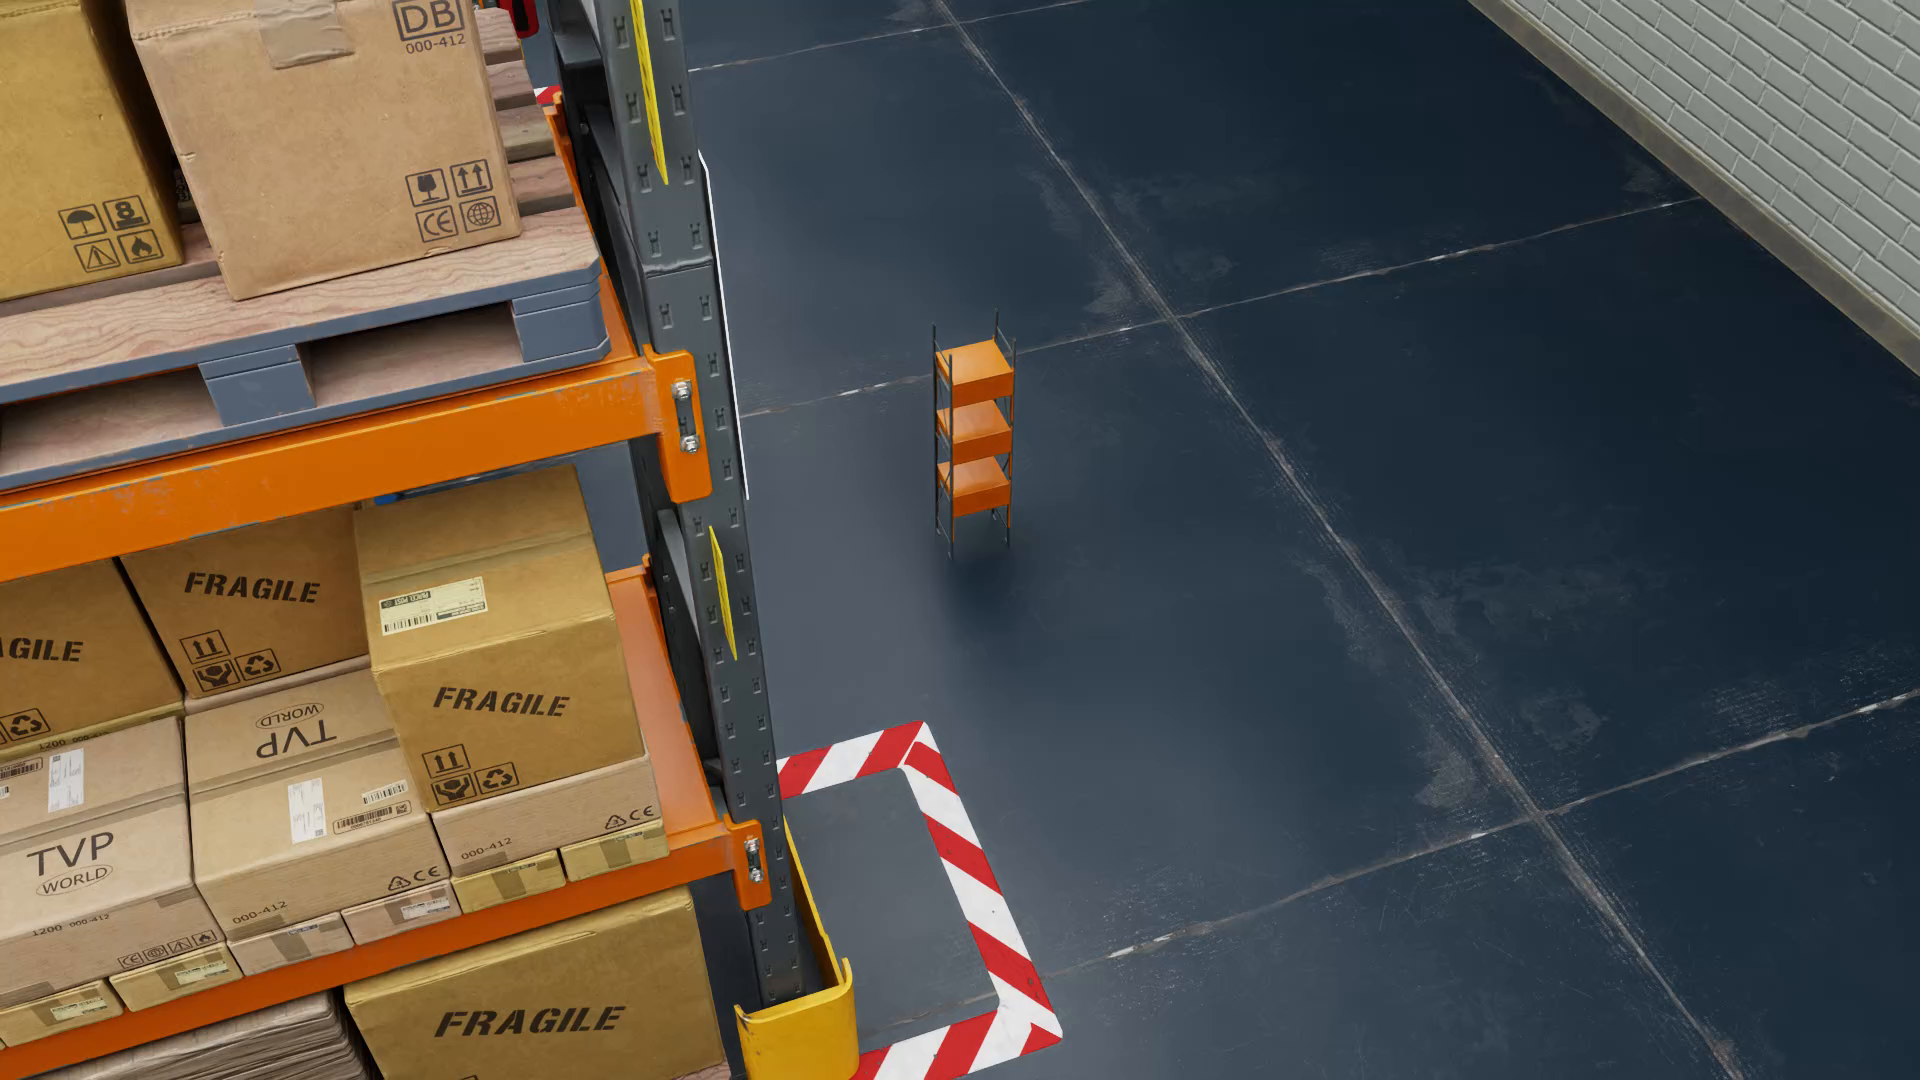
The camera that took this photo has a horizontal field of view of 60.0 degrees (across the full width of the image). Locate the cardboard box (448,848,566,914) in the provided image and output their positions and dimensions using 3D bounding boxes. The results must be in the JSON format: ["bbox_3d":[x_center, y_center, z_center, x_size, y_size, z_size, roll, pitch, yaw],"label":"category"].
[{"bbox_3d":[-1.142,0.700,4.112,0.250,0.149,0.380,-14,47,-13],"label":"cardboard box"}]

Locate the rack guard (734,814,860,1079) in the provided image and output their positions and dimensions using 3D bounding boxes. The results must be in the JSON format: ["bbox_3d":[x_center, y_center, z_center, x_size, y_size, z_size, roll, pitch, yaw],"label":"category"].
[{"bbox_3d":[-0.652,1.119,5.282,0.348,0.500,1.175,-14,47,-14],"label":"rack guard"}]

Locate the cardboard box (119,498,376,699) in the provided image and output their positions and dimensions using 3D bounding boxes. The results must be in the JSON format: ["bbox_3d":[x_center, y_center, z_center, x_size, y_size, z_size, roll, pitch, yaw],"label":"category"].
[{"bbox_3d":[-1.688,-0.019,4.017,0.500,0.500,0.500,-15,47,-15],"label":"cardboard box"}]

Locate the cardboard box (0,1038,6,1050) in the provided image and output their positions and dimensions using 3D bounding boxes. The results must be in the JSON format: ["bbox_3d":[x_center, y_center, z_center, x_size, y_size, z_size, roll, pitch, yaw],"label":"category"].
[{"bbox_3d":[-2.335,1.003,3.810,0.250,0.149,0.380,-13,47,-13],"label":"cardboard box"}]

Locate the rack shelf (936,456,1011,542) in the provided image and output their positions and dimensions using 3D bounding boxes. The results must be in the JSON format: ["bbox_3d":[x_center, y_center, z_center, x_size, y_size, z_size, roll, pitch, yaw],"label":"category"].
[{"bbox_3d":[0.050,-0.180,6.595,0.240,0.259,0.215,-14,47,-14],"label":"rack shelf"}]

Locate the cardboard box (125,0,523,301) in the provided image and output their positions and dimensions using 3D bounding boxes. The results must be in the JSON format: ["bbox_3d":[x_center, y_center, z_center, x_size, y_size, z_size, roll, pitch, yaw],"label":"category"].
[{"bbox_3d":[-1.145,-0.875,2.949,0.500,0.500,0.700,-17,48,-16],"label":"cardboard box"}]

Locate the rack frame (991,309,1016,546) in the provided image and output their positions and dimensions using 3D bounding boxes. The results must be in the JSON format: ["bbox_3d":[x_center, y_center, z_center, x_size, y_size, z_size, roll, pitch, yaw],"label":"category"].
[{"bbox_3d":[0.165,-0.413,6.420,0.008,1.050,0.200,-14,47,-14],"label":"rack frame"}]

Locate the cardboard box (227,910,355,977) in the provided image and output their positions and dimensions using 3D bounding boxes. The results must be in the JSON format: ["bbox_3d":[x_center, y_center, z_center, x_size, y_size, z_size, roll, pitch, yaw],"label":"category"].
[{"bbox_3d":[-1.614,0.819,3.993,0.250,0.149,0.380,-14,47,-13],"label":"cardboard box"}]

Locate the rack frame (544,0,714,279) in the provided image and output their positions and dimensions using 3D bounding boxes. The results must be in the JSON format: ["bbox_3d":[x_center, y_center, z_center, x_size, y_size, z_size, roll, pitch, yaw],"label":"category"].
[{"bbox_3d":[-0.674,-1.875,2.266,0.127,3.000,1.000,-14,47,-14],"label":"rack frame"}]

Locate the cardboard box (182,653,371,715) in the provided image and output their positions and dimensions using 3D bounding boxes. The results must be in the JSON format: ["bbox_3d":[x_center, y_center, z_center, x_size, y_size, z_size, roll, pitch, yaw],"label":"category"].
[{"bbox_3d":[-1.704,0.255,4.274,0.500,0.250,0.500,-15,47,-14],"label":"cardboard box"}]

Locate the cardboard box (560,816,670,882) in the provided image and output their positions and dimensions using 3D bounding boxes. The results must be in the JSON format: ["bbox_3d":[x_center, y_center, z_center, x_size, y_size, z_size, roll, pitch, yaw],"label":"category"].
[{"bbox_3d":[-0.898,0.636,4.176,0.250,0.149,0.380,-14,47,-13],"label":"cardboard box"}]

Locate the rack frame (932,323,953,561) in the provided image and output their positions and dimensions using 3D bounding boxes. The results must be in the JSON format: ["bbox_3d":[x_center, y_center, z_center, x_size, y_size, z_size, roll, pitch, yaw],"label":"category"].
[{"bbox_3d":[-0.064,-0.354,6.362,0.008,1.050,0.200,-14,47,-14],"label":"rack frame"}]

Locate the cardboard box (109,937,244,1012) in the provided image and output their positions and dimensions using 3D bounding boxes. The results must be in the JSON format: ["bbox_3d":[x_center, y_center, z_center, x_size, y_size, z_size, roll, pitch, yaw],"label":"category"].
[{"bbox_3d":[-1.858,0.883,3.930,0.250,0.149,0.380,-15,47,-15],"label":"cardboard box"}]

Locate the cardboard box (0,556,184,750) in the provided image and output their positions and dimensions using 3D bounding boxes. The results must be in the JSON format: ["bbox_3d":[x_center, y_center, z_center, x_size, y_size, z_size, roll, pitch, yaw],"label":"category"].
[{"bbox_3d":[-2.173,0.110,3.889,0.500,0.500,0.500,-16,47,-15],"label":"cardboard box"}]

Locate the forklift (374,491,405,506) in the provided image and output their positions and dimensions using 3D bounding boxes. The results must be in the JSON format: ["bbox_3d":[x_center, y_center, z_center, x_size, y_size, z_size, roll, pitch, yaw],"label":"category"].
[{"bbox_3d":[-3.656,-0.705,5.384,3.031,2.935,1.130,-16,47,-15],"label":"forklift"}]

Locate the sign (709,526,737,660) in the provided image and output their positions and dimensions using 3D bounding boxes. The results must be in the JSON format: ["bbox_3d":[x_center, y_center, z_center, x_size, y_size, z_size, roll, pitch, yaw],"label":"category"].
[{"bbox_3d":[-0.503,0.115,3.533,0.005,0.325,0.100,-14,47,-14],"label":"sign"}]

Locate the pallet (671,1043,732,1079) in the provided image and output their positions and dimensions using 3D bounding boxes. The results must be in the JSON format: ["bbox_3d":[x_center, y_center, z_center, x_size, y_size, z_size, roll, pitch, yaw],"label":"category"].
[{"bbox_3d":[-1.400,1.471,5.135,1.213,0.211,1.003,-14,47,-14],"label":"pallet"}]

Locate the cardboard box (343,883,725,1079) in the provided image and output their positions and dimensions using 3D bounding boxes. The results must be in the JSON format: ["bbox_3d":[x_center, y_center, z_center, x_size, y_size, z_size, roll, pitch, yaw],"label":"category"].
[{"bbox_3d":[-1.249,1.051,4.788,0.875,0.875,0.875,-14,47,-14],"label":"cardboard box"}]

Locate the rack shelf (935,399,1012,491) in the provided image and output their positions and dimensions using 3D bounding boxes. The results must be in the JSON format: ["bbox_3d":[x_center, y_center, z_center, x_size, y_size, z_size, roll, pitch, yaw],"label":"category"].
[{"bbox_3d":[0.050,-0.376,6.398,0.240,0.259,0.215,-14,47,-14],"label":"rack shelf"}]

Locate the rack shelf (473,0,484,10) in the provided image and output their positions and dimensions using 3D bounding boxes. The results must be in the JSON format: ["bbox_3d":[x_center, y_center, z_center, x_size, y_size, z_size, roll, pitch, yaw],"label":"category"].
[{"bbox_3d":[-4.237,-2.322,7.455,4.000,0.370,1.077,-14,47,-14],"label":"rack shelf"}]

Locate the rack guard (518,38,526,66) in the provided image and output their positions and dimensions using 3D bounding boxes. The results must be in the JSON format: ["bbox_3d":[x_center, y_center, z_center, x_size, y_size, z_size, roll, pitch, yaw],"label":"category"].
[{"bbox_3d":[-2.338,-2.189,8.579,0.348,0.500,1.175,-14,47,-14],"label":"rack guard"}]

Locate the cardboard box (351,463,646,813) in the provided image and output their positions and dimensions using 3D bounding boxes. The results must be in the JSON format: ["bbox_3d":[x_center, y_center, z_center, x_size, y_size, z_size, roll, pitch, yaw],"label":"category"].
[{"bbox_3d":[-1.043,0.218,3.782,0.500,0.500,0.500,-14,47,-13],"label":"cardboard box"}]

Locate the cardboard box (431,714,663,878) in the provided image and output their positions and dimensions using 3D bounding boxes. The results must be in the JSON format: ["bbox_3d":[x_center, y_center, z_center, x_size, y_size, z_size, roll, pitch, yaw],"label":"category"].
[{"bbox_3d":[-1.040,0.484,4.046,0.500,0.250,0.500,-15,47,-14],"label":"cardboard box"}]

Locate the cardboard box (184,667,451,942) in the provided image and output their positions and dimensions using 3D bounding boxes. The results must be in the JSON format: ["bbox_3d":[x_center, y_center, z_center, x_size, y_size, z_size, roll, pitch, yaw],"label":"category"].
[{"bbox_3d":[-1.518,0.605,3.925,0.500,0.250,0.500,-15,47,-15],"label":"cardboard box"}]

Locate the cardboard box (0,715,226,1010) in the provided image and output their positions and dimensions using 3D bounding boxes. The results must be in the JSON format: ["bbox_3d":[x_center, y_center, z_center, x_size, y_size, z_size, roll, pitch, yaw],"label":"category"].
[{"bbox_3d":[-1.996,0.728,3.803,0.500,0.250,0.500,-16,47,-15],"label":"cardboard box"}]

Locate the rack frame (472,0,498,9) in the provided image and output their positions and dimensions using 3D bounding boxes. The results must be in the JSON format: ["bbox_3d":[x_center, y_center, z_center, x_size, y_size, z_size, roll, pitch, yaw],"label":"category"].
[{"bbox_3d":[-2.356,-3.057,7.679,0.127,3.000,1.000,-14,47,-14],"label":"rack frame"}]

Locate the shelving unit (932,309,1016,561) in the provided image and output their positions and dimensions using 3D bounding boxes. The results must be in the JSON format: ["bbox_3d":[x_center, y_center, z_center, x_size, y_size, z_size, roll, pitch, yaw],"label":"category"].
[{"bbox_3d":[0.050,-0.383,6.391,0.252,1.050,0.215,-14,47,-14],"label":"shelving unit"}]

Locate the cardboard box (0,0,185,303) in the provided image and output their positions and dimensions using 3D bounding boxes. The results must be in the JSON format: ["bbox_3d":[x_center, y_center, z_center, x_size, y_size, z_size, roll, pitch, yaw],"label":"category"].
[{"bbox_3d":[-1.716,-0.820,2.894,0.500,0.500,0.700,-16,47,-15],"label":"cardboard box"}]

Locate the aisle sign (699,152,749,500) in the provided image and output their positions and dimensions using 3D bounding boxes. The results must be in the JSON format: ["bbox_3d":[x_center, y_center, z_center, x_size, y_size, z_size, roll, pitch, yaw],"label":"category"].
[{"bbox_3d":[-0.505,-0.493,3.288,0.004,0.787,0.394,-14,47,-14],"label":"aisle sign"}]

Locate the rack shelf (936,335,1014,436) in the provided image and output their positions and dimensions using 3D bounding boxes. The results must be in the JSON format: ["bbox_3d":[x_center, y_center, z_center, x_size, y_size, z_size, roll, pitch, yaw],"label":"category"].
[{"bbox_3d":[0.050,-0.576,6.197,0.240,0.259,0.215,-14,47,-14],"label":"rack shelf"}]

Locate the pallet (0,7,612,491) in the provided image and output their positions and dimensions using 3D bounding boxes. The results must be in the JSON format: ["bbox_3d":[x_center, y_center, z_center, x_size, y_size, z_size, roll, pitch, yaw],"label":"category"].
[{"bbox_3d":[-1.369,-0.600,3.175,1.213,0.211,1.003,-14,47,-14],"label":"pallet"}]

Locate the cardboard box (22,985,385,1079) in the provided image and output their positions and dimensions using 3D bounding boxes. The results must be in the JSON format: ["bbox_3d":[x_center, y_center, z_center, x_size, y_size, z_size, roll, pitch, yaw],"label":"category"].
[{"bbox_3d":[-2.105,1.270,4.570,0.875,0.875,0.875,-14,47,-14],"label":"cardboard box"}]

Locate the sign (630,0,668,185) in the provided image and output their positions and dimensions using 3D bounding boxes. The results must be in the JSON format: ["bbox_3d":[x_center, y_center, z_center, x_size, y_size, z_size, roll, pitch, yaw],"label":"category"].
[{"bbox_3d":[-0.503,-0.736,2.679,0.005,0.325,0.100,-14,47,-14],"label":"sign"}]

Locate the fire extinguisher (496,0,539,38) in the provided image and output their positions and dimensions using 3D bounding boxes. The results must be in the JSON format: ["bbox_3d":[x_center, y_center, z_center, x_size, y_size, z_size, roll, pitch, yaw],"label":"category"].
[{"bbox_3d":[-2.060,-2.632,7.573,0.183,0.674,0.296,-14,47,-14],"label":"fire extinguisher"}]

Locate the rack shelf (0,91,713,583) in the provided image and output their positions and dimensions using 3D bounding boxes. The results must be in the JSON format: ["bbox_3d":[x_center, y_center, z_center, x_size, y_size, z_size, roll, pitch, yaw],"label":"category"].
[{"bbox_3d":[-2.556,-0.082,3.104,4.000,0.370,1.077,-14,47,-14],"label":"rack shelf"}]

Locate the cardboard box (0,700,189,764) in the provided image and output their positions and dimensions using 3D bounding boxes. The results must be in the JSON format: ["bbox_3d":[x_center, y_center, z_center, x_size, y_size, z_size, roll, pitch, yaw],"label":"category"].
[{"bbox_3d":[-2.178,0.374,4.156,0.500,0.250,0.500,-16,47,-15],"label":"cardboard box"}]

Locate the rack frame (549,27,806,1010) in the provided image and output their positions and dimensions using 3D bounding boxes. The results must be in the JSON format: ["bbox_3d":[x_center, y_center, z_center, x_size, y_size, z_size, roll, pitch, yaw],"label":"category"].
[{"bbox_3d":[-0.674,0.242,4.391,0.127,3.000,1.000,-14,47,-14],"label":"rack frame"}]

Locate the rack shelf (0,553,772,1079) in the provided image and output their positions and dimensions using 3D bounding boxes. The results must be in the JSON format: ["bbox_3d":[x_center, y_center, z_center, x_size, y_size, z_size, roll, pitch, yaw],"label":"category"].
[{"bbox_3d":[-2.556,0.977,4.166,4.000,0.370,1.077,-14,47,-14],"label":"rack shelf"}]

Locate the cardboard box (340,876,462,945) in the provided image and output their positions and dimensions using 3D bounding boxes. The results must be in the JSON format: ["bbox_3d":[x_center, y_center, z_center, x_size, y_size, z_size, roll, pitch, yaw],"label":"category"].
[{"bbox_3d":[-1.379,0.760,4.053,0.250,0.149,0.380,-14,47,-14],"label":"cardboard box"}]

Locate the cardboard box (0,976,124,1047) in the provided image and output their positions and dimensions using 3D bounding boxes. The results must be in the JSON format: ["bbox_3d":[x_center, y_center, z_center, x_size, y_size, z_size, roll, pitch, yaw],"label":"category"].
[{"bbox_3d":[-2.102,0.945,3.867,0.250,0.149,0.380,-14,47,-14],"label":"cardboard box"}]
